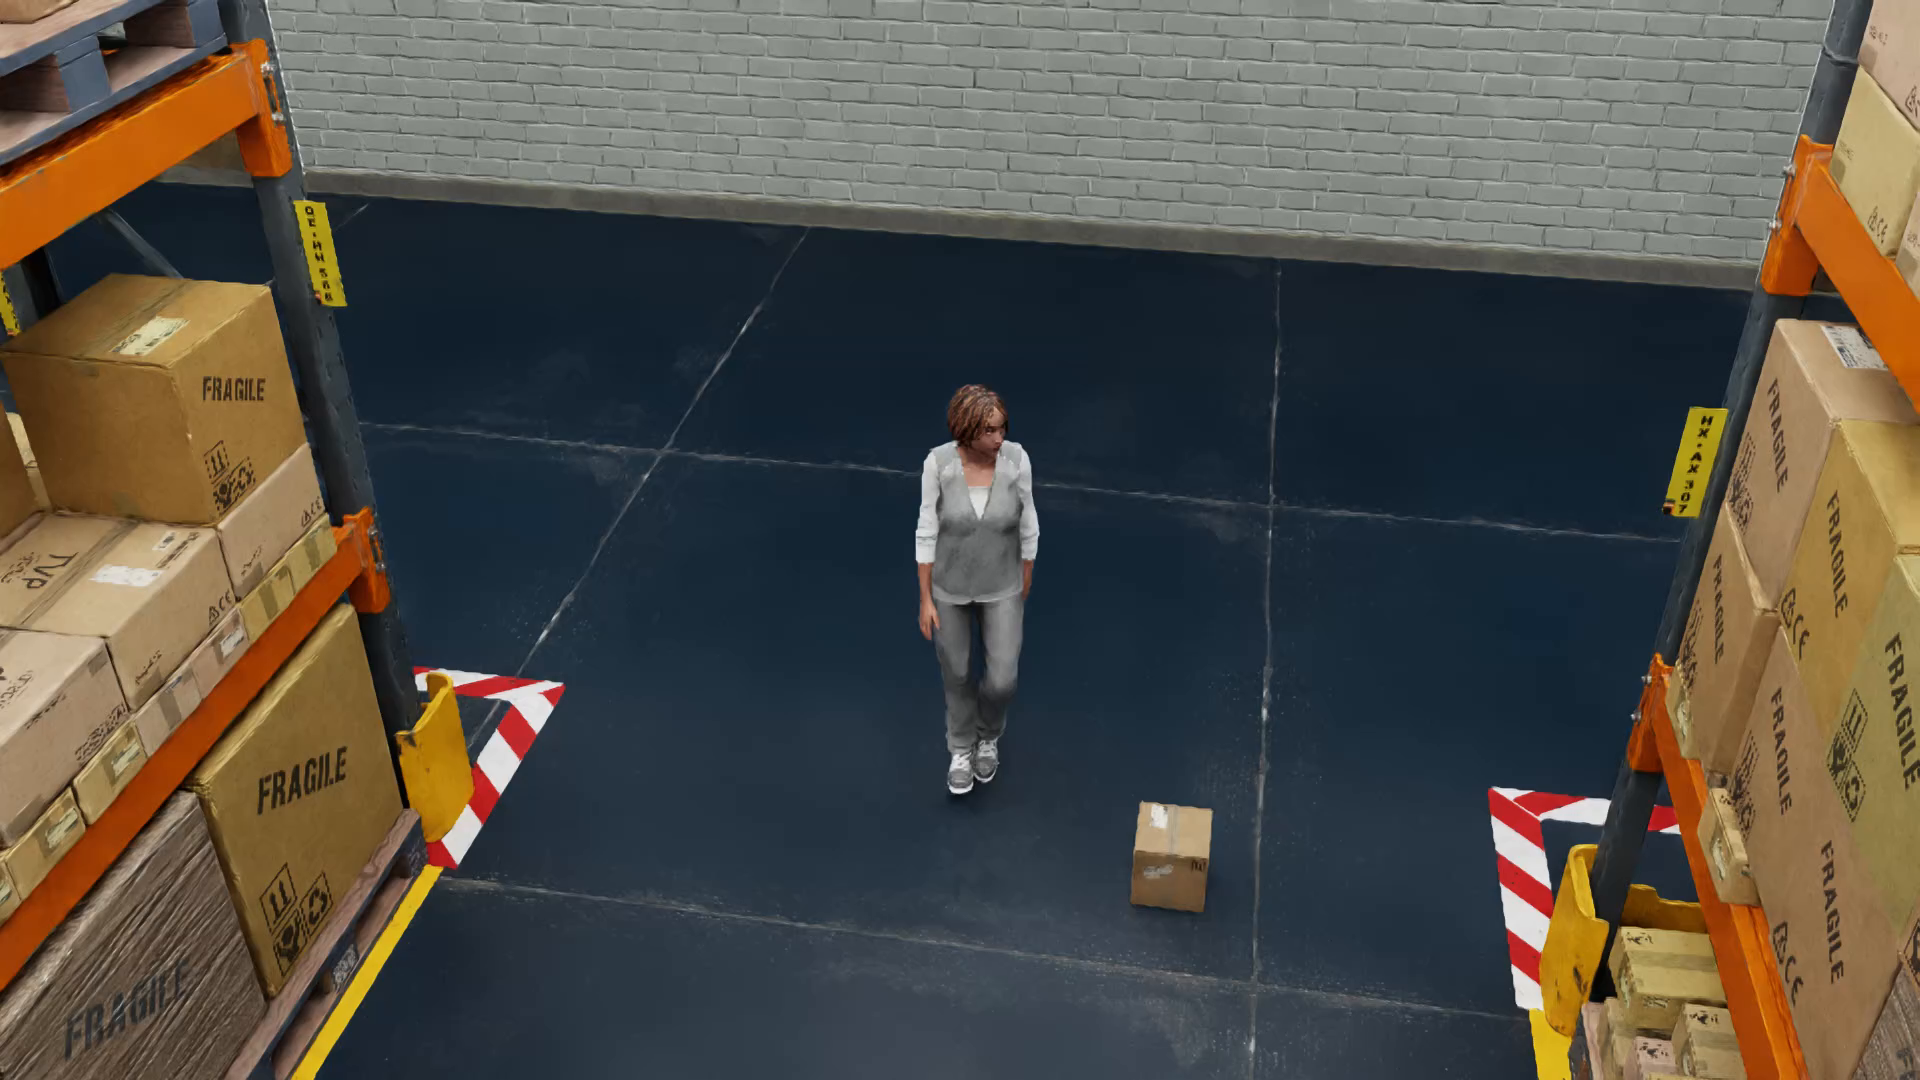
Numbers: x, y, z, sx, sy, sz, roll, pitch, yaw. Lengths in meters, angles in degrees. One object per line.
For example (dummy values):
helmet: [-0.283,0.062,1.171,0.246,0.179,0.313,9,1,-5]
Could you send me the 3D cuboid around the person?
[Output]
person: [0.060,0.193,5.810,0.431,1.605,0.376,0,33,1]
